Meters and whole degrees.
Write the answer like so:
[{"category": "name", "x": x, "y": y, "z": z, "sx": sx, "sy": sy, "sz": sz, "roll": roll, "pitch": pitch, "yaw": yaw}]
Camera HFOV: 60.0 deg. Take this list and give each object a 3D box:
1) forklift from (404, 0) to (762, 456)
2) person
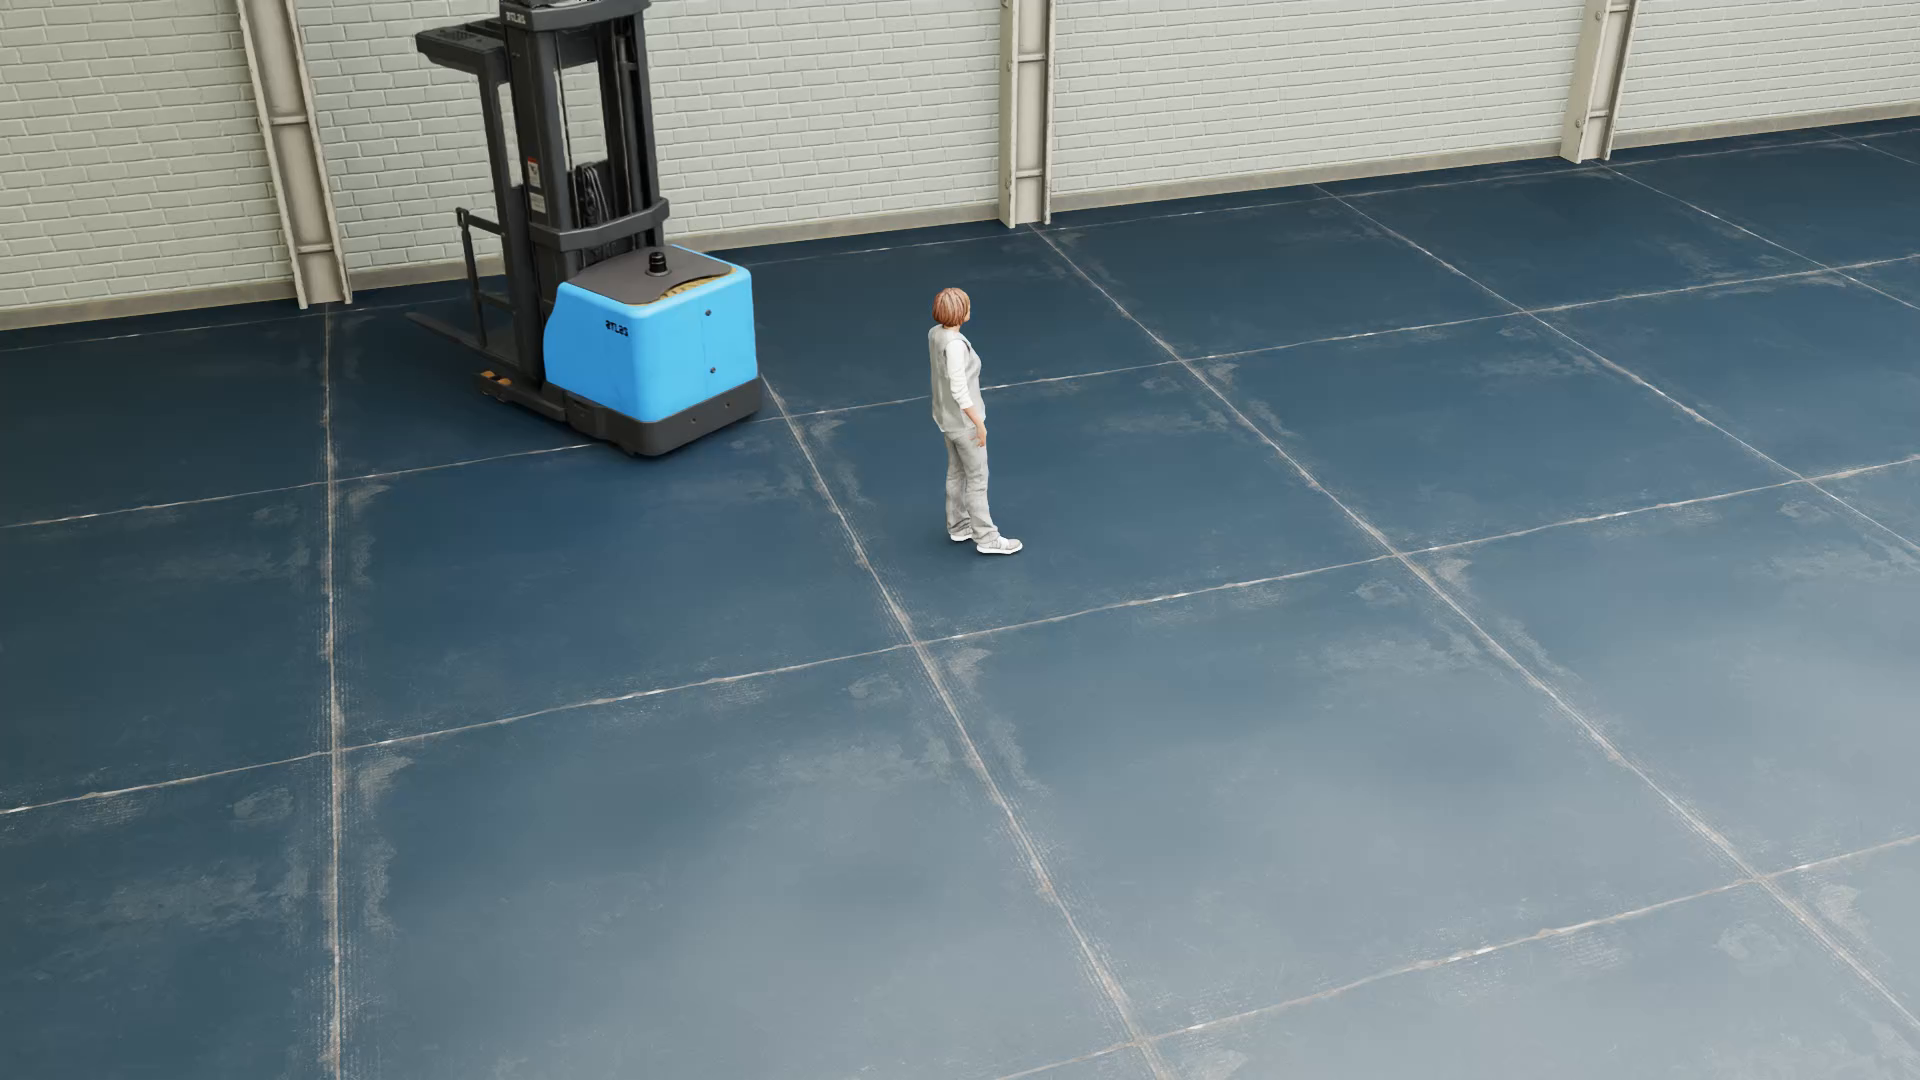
[{"category": "forklift", "x": -2.821, "y": -2.419, "z": 11.292, "sx": 3.031, "sy": 2.935, "sz": 1.130, "roll": 23, "pitch": 37, "yaw": 34}, {"category": "person", "x": 0.074, "y": -0.704, "z": 9.633, "sx": 0.475, "sy": 1.596, "sz": 0.521, "roll": -10, "pitch": 31, "yaw": -16}]
